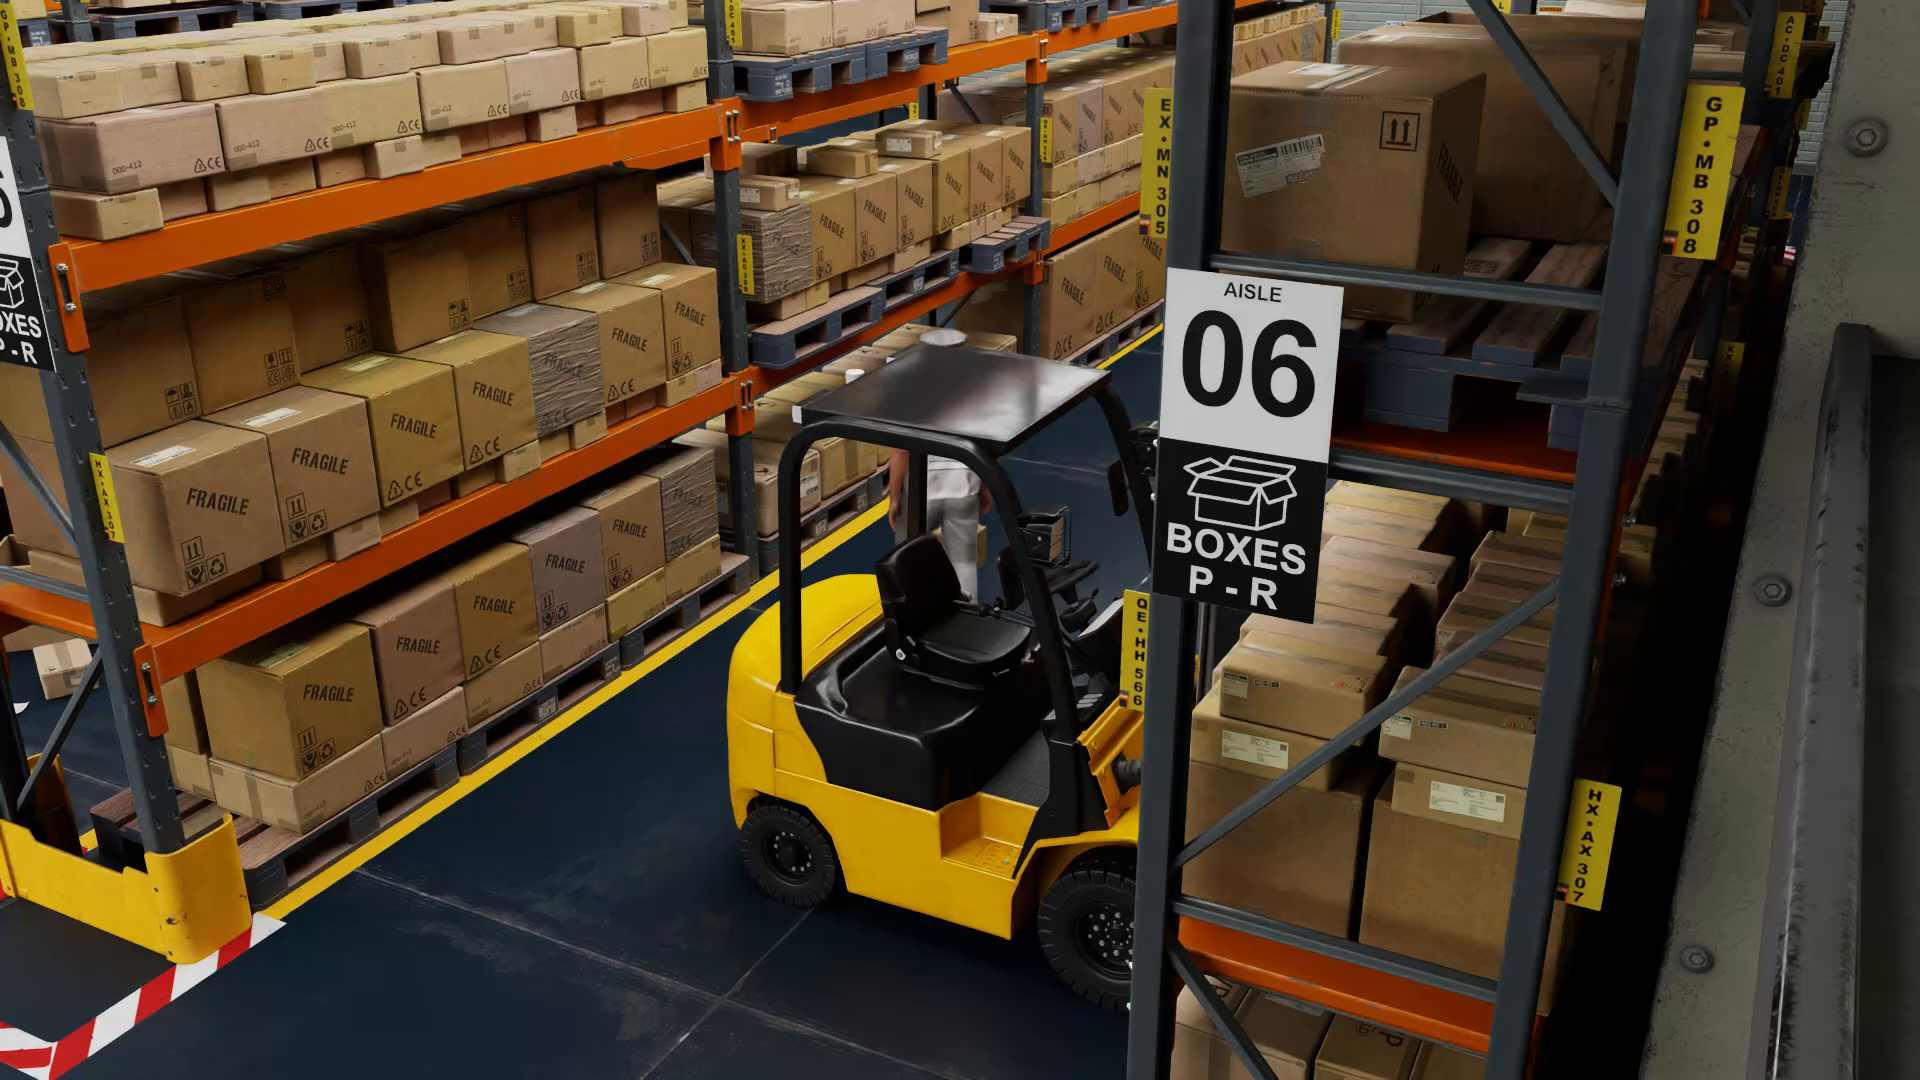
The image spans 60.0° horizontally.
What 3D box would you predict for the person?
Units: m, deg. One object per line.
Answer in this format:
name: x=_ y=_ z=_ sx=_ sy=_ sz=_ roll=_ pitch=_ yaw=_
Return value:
person: x=-0.135 y=-0.276 z=8.911 sx=0.639 sy=1.712 sz=0.819 roll=-4 pitch=23 yaw=-9
